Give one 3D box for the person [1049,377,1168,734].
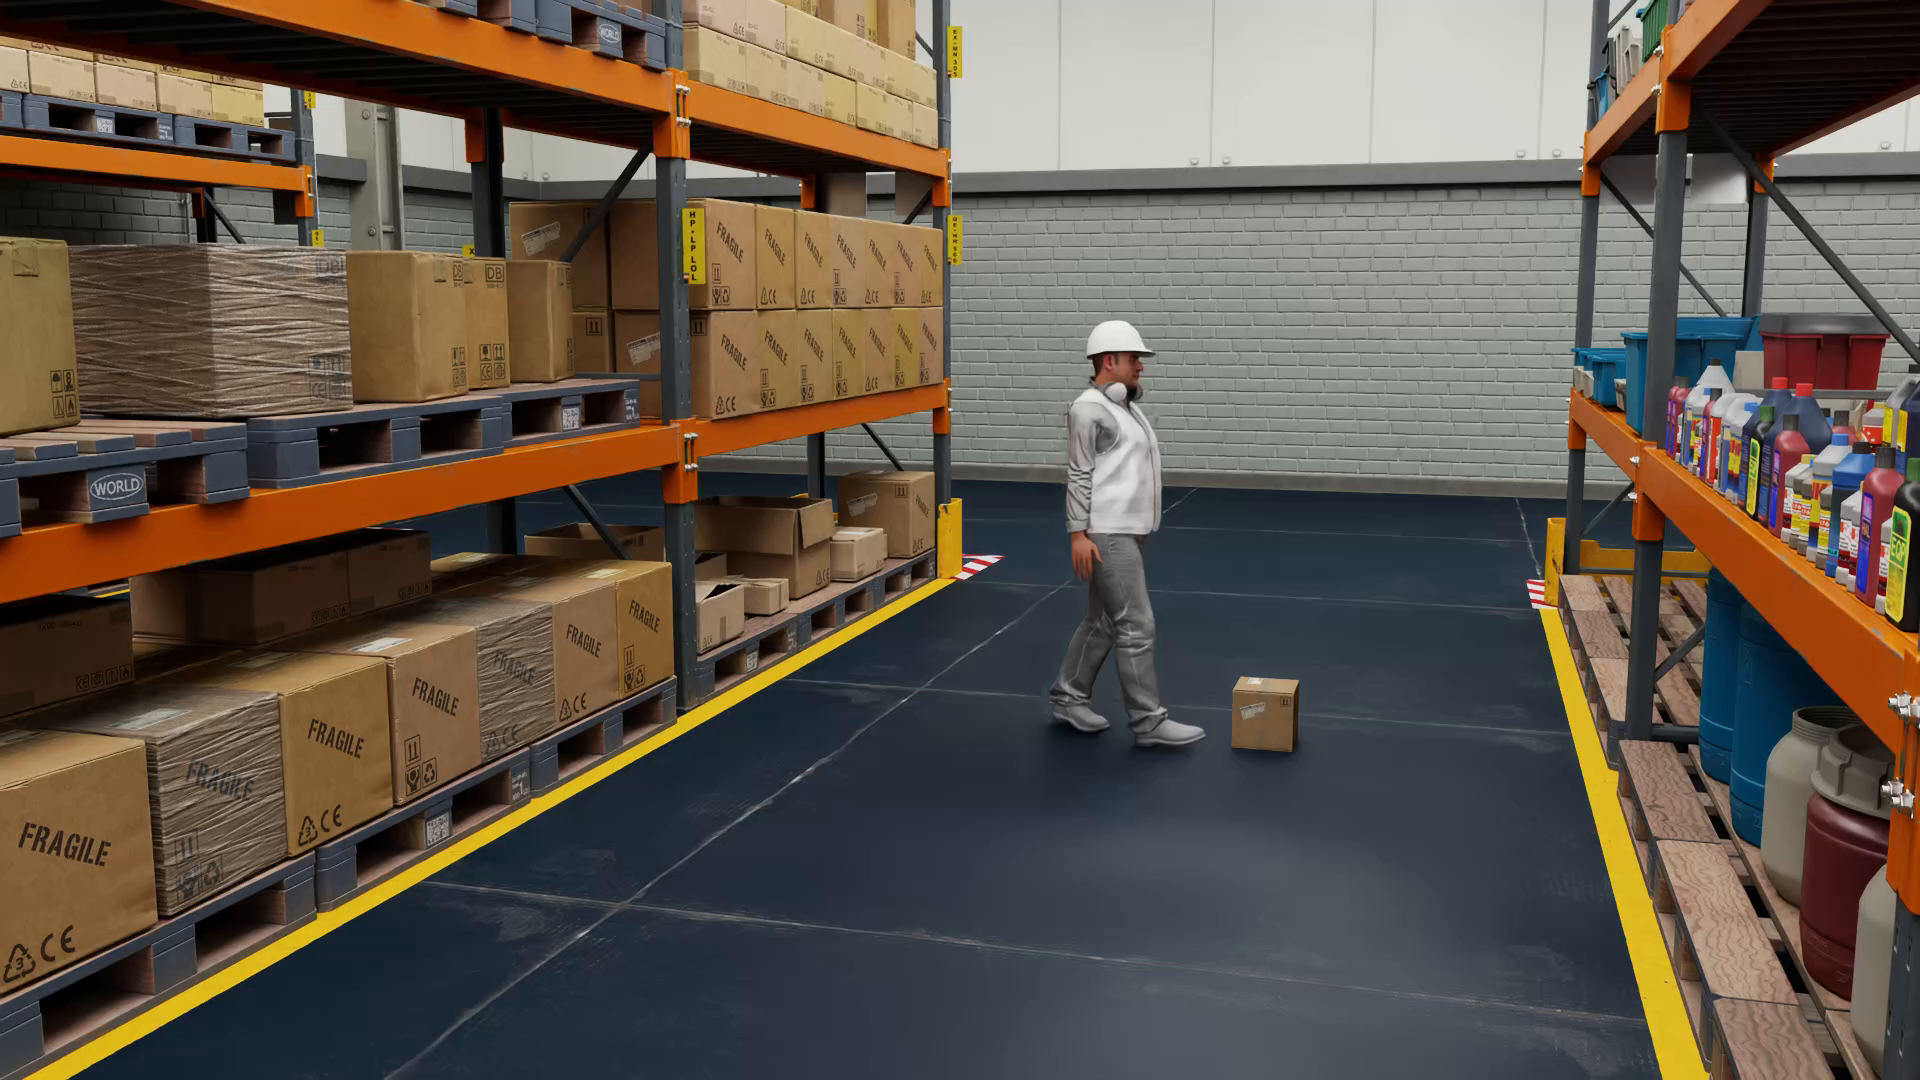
[{"bbox_3d":[0.633,0.051,7.022,0.595,1.470,0.446,4,9,25],"label":"person"}]
